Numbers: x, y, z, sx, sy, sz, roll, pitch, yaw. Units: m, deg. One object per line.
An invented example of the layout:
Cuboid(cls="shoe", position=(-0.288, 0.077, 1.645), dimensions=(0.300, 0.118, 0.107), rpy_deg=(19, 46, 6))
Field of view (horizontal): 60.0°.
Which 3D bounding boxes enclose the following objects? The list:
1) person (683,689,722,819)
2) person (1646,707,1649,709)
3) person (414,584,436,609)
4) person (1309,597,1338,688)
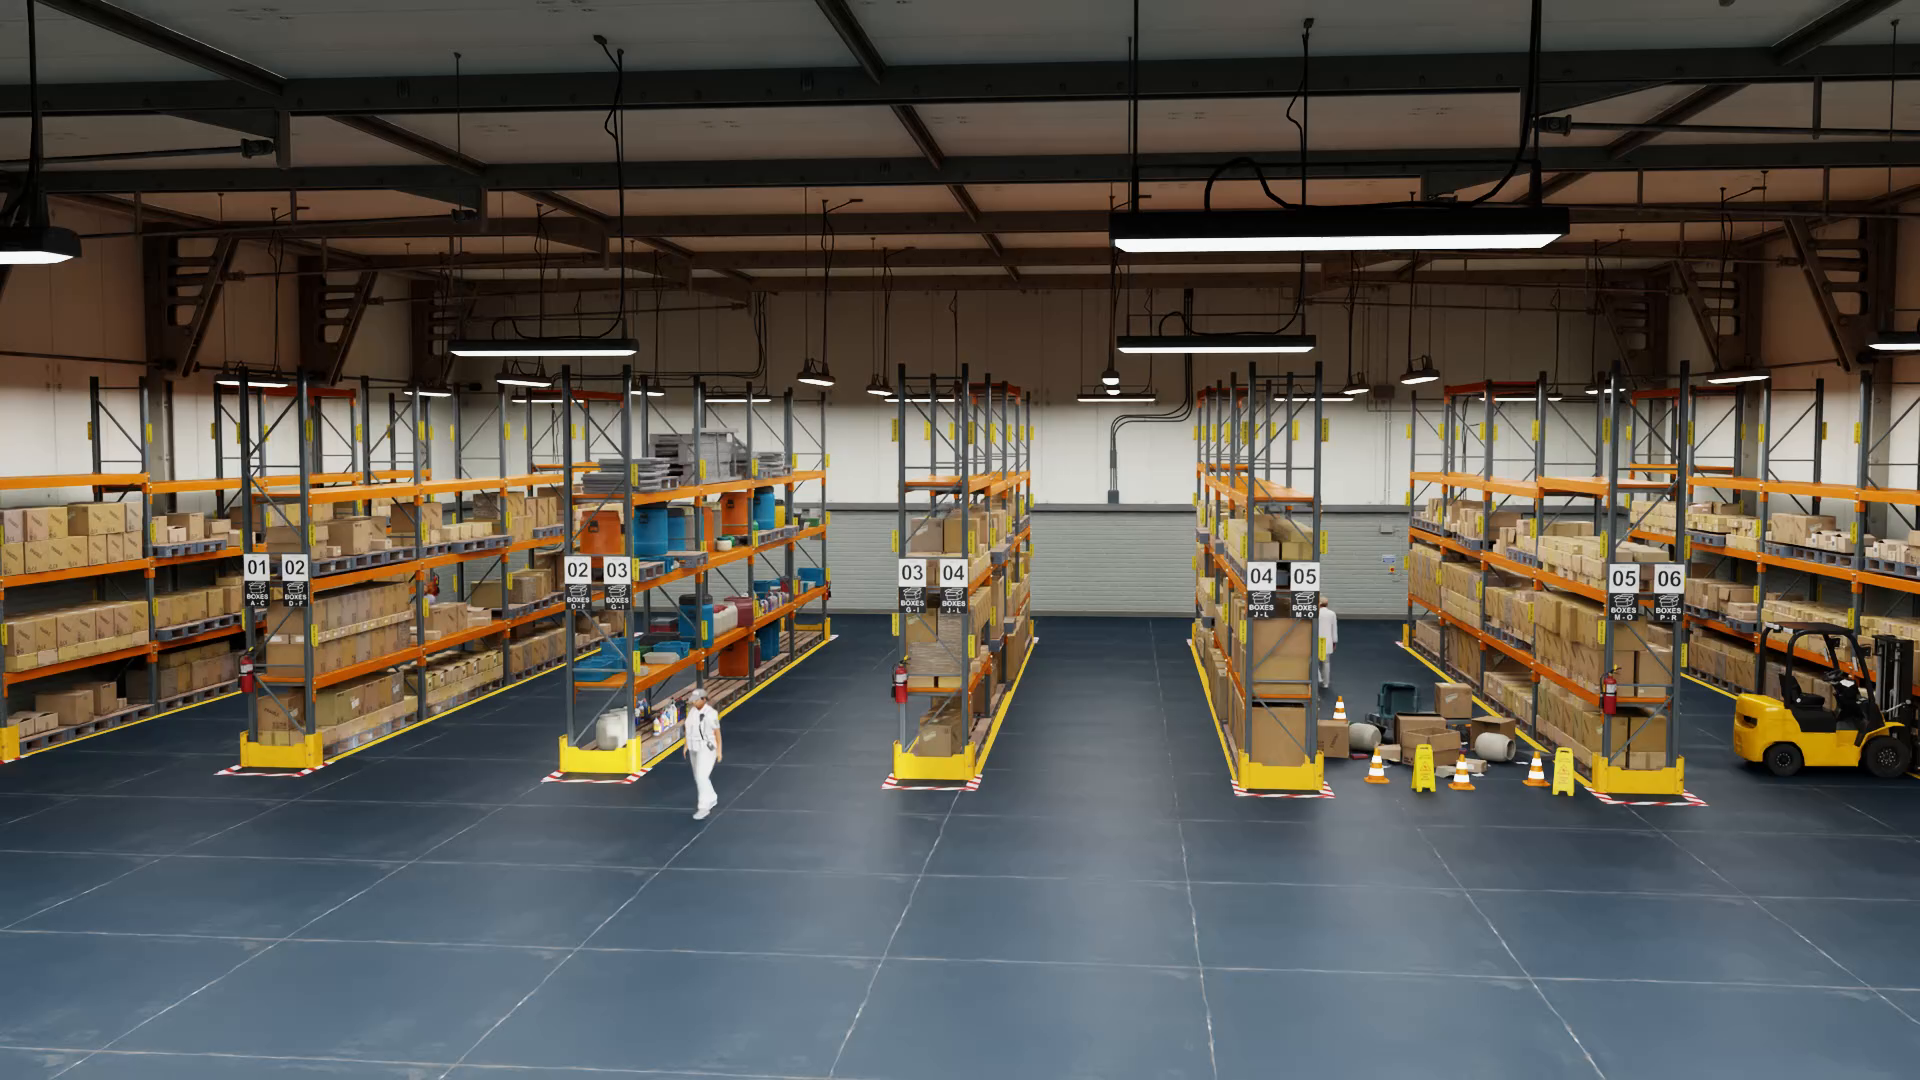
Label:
Cuboid(cls="person", position=(-3.389, 2.785, 21.929), dimensions=(0.667, 1.636, 0.757), rpy_deg=(3, 5, 43))
Cuboid(cls="person", position=(11.799, 2.366, 28.761), dimensions=(0.490, 1.595, 0.723), rpy_deg=(0, 4, -5))
Cuboid(cls="person", position=(-12.090, 1.778, 37.611), dimensions=(0.569, 1.588, 1.034), rpy_deg=(0, 4, 3))
Cuboid(cls="person", position=(7.130, 2.024, 32.731), dimensions=(0.632, 1.808, 0.458), rpy_deg=(-1, 4, -18))
